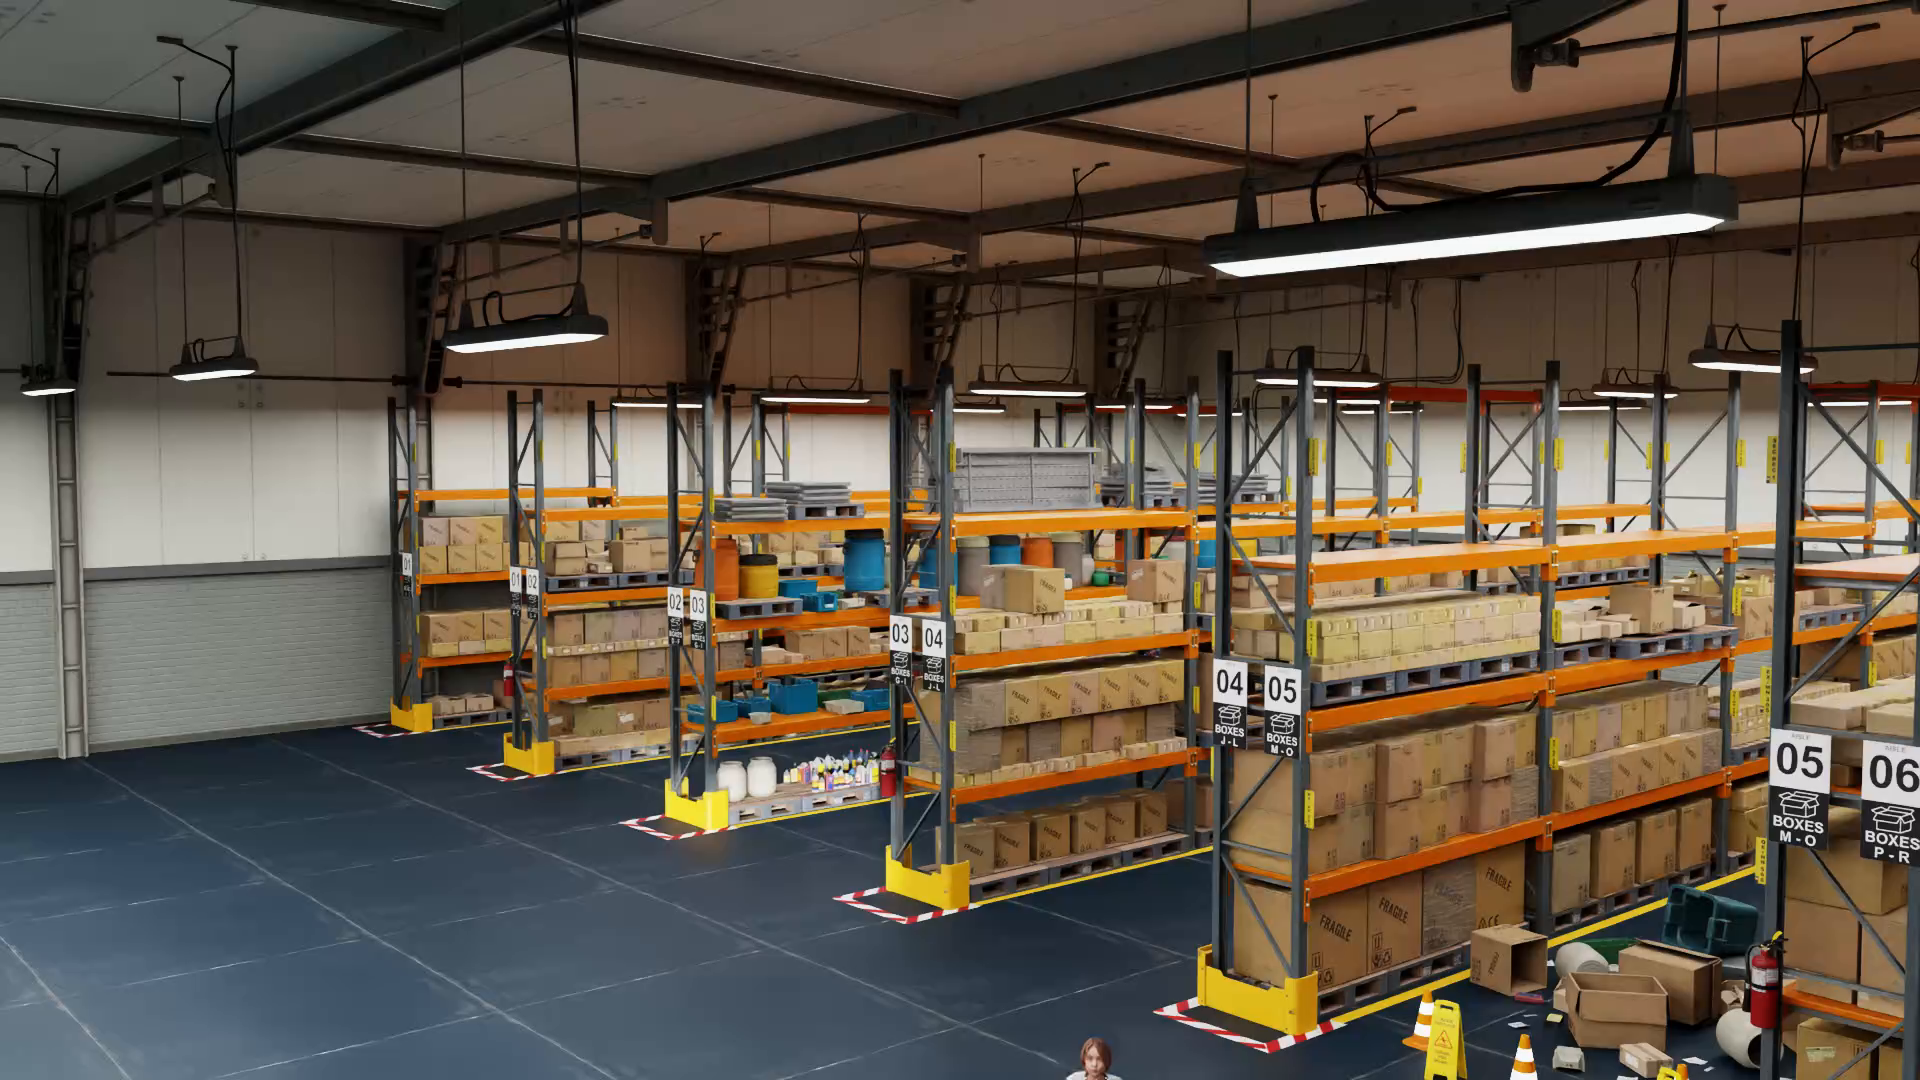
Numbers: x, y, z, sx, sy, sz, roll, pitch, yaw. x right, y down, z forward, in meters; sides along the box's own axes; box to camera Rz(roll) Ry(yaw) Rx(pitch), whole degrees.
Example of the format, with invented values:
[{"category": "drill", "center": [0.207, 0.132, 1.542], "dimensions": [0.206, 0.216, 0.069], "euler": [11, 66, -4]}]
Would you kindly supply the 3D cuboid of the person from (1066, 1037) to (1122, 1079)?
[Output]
[{"category": "person", "center": [0.811, 3.778, 10.050], "dimensions": [0.546, 1.572, 0.843], "euler": [0, 3, 7]}]
